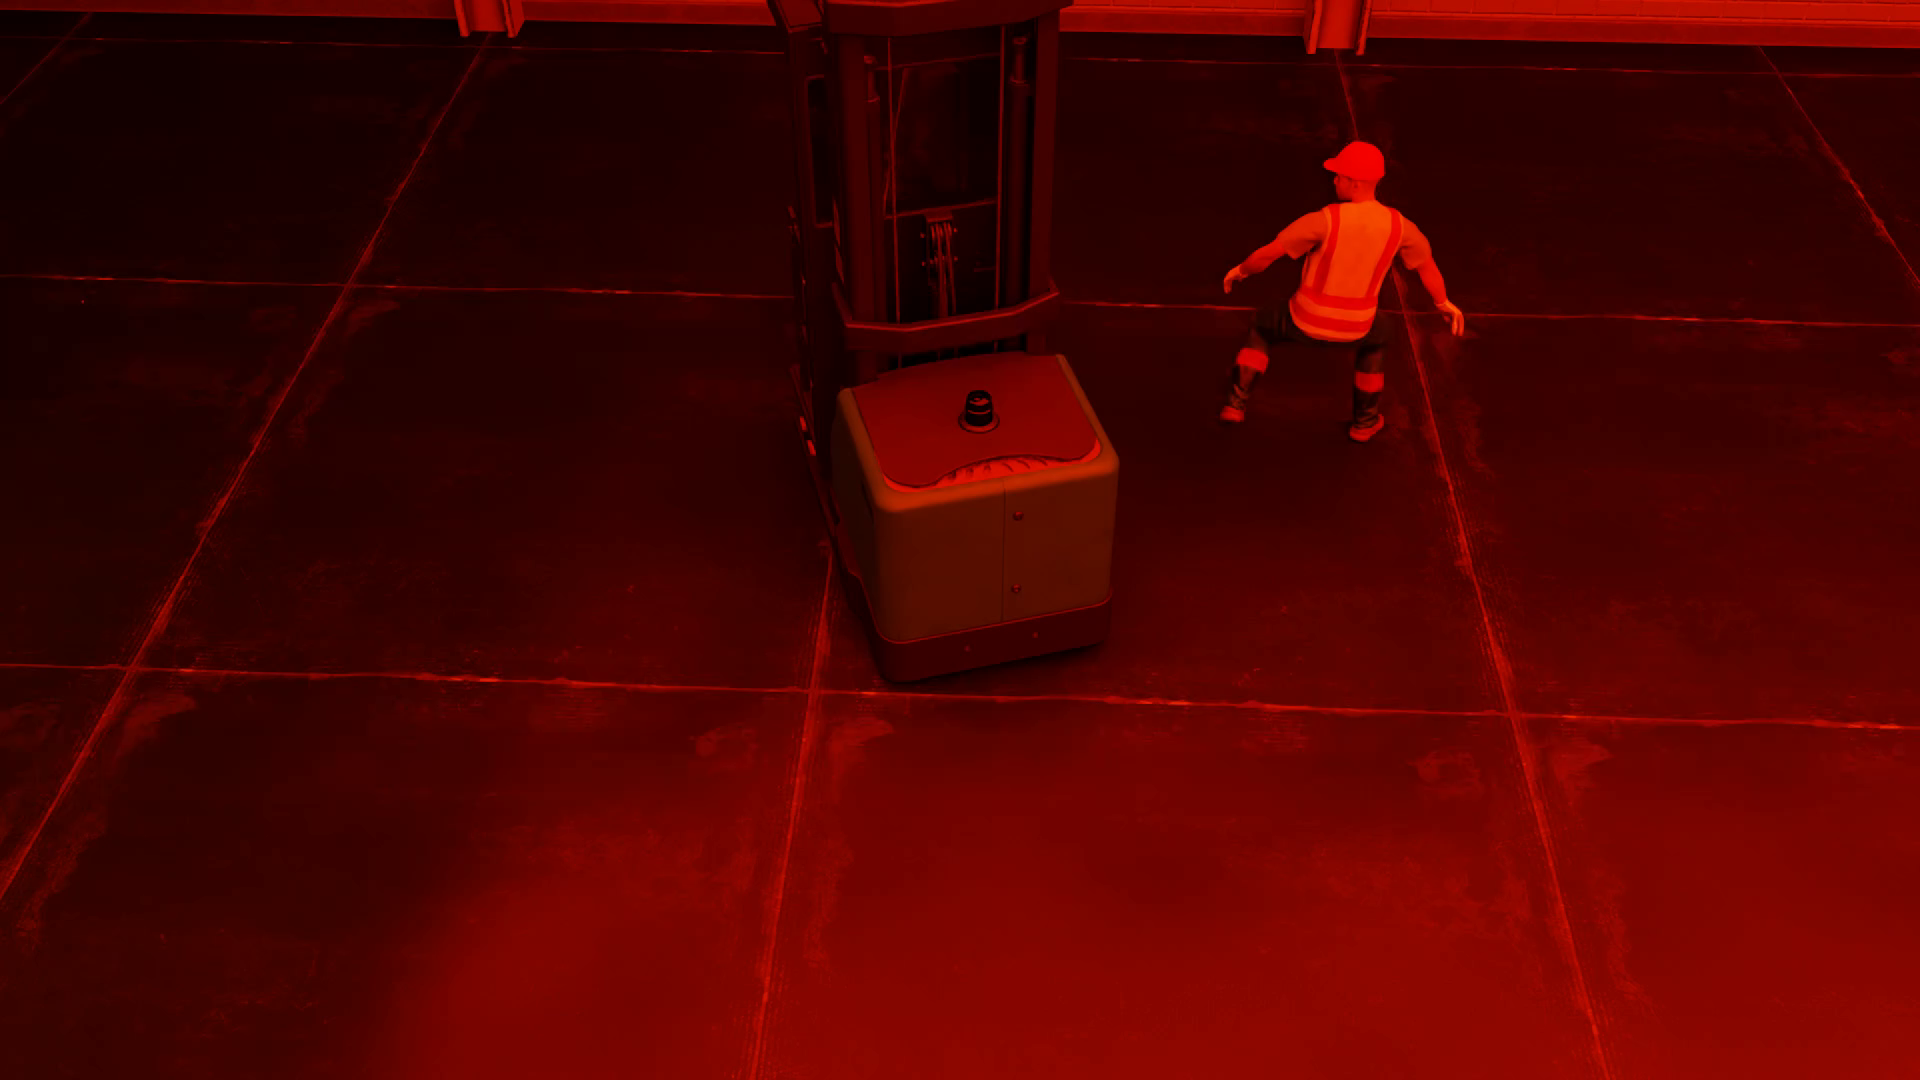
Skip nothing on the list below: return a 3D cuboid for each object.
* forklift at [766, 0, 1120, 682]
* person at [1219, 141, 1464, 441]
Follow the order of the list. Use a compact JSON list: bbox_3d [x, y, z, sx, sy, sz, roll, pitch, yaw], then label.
[{"bbox_3d":[-0.214,-1.481,7.364,1.130,2.935,3.031,-10,43,-11],"label":"forklift"},{"bbox_3d":[1.837,-1.126,7.979,1.158,1.654,0.505,4,43,5],"label":"person"}]
